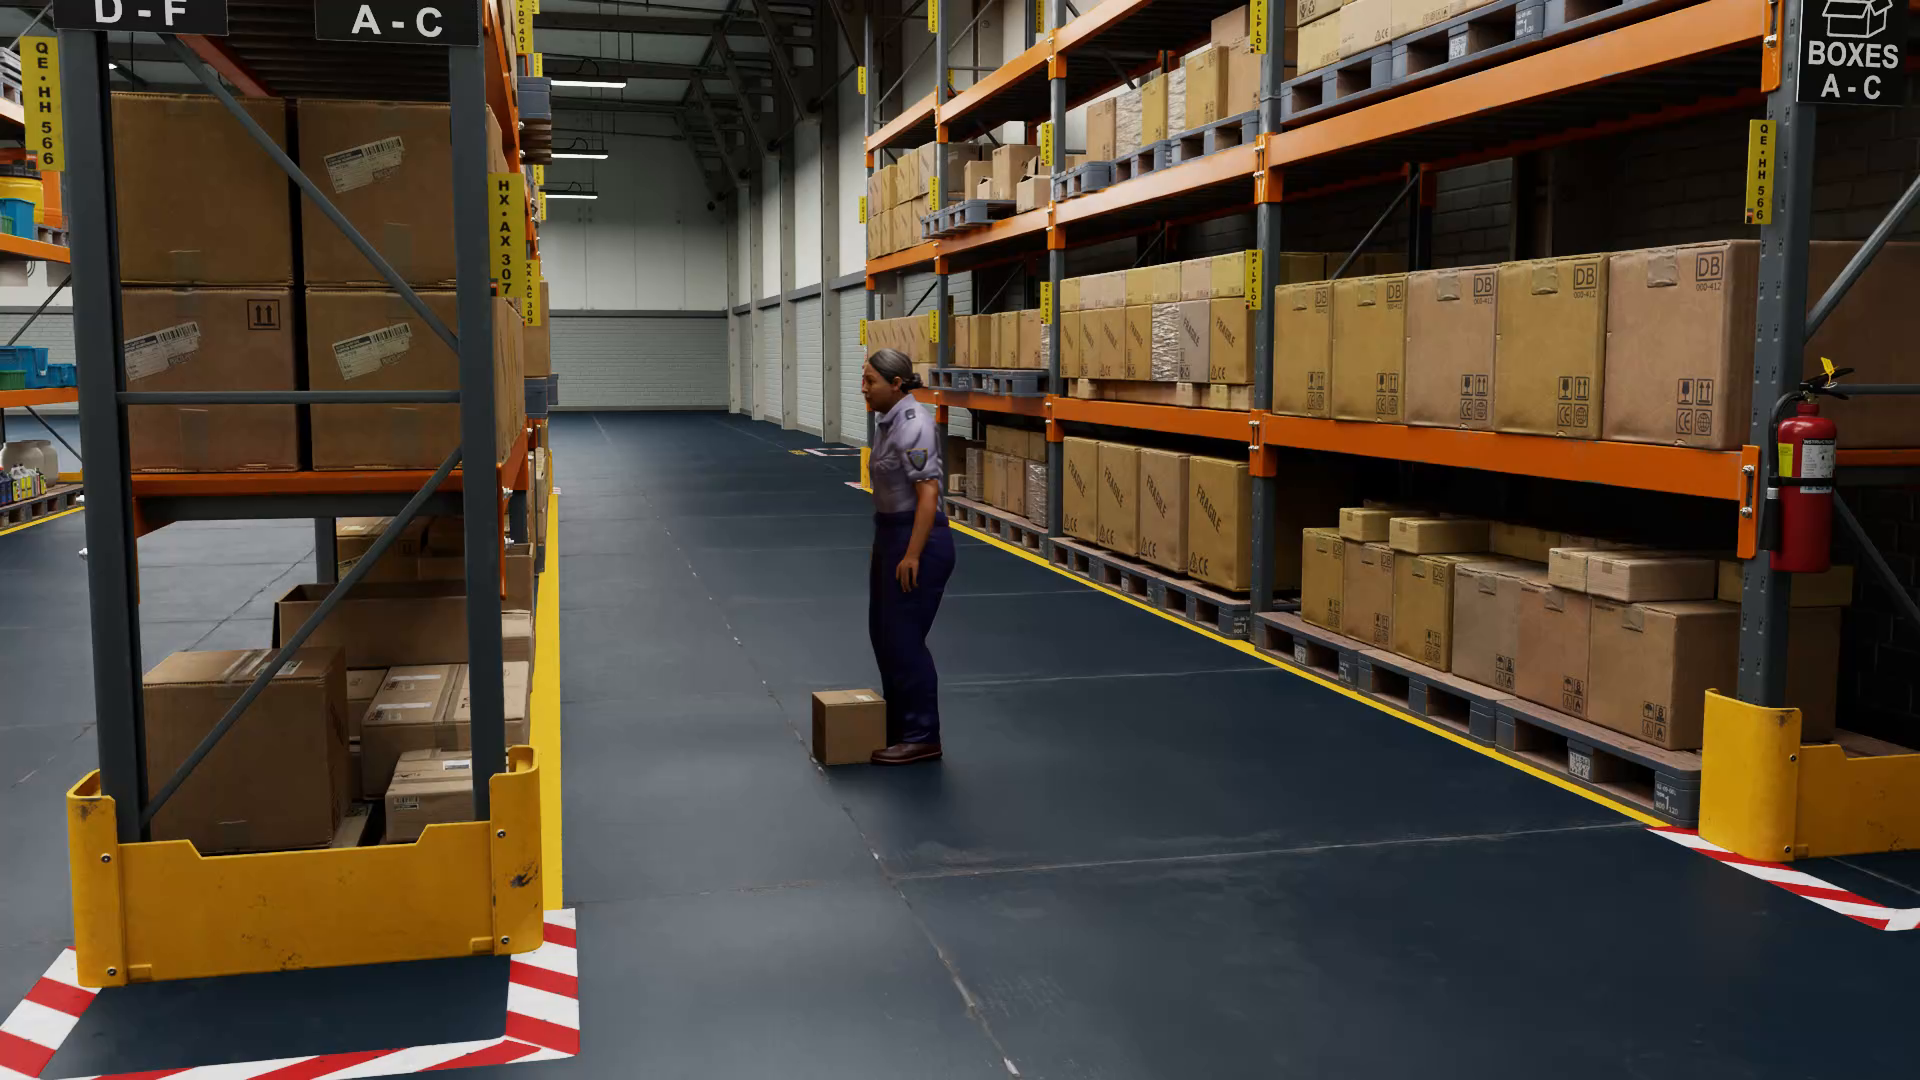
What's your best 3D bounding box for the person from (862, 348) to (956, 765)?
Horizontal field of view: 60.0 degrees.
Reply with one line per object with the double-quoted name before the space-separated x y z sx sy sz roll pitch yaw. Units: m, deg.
"person" -0.223 0.053 6.731 0.364 1.652 0.556 -2 6 -15
